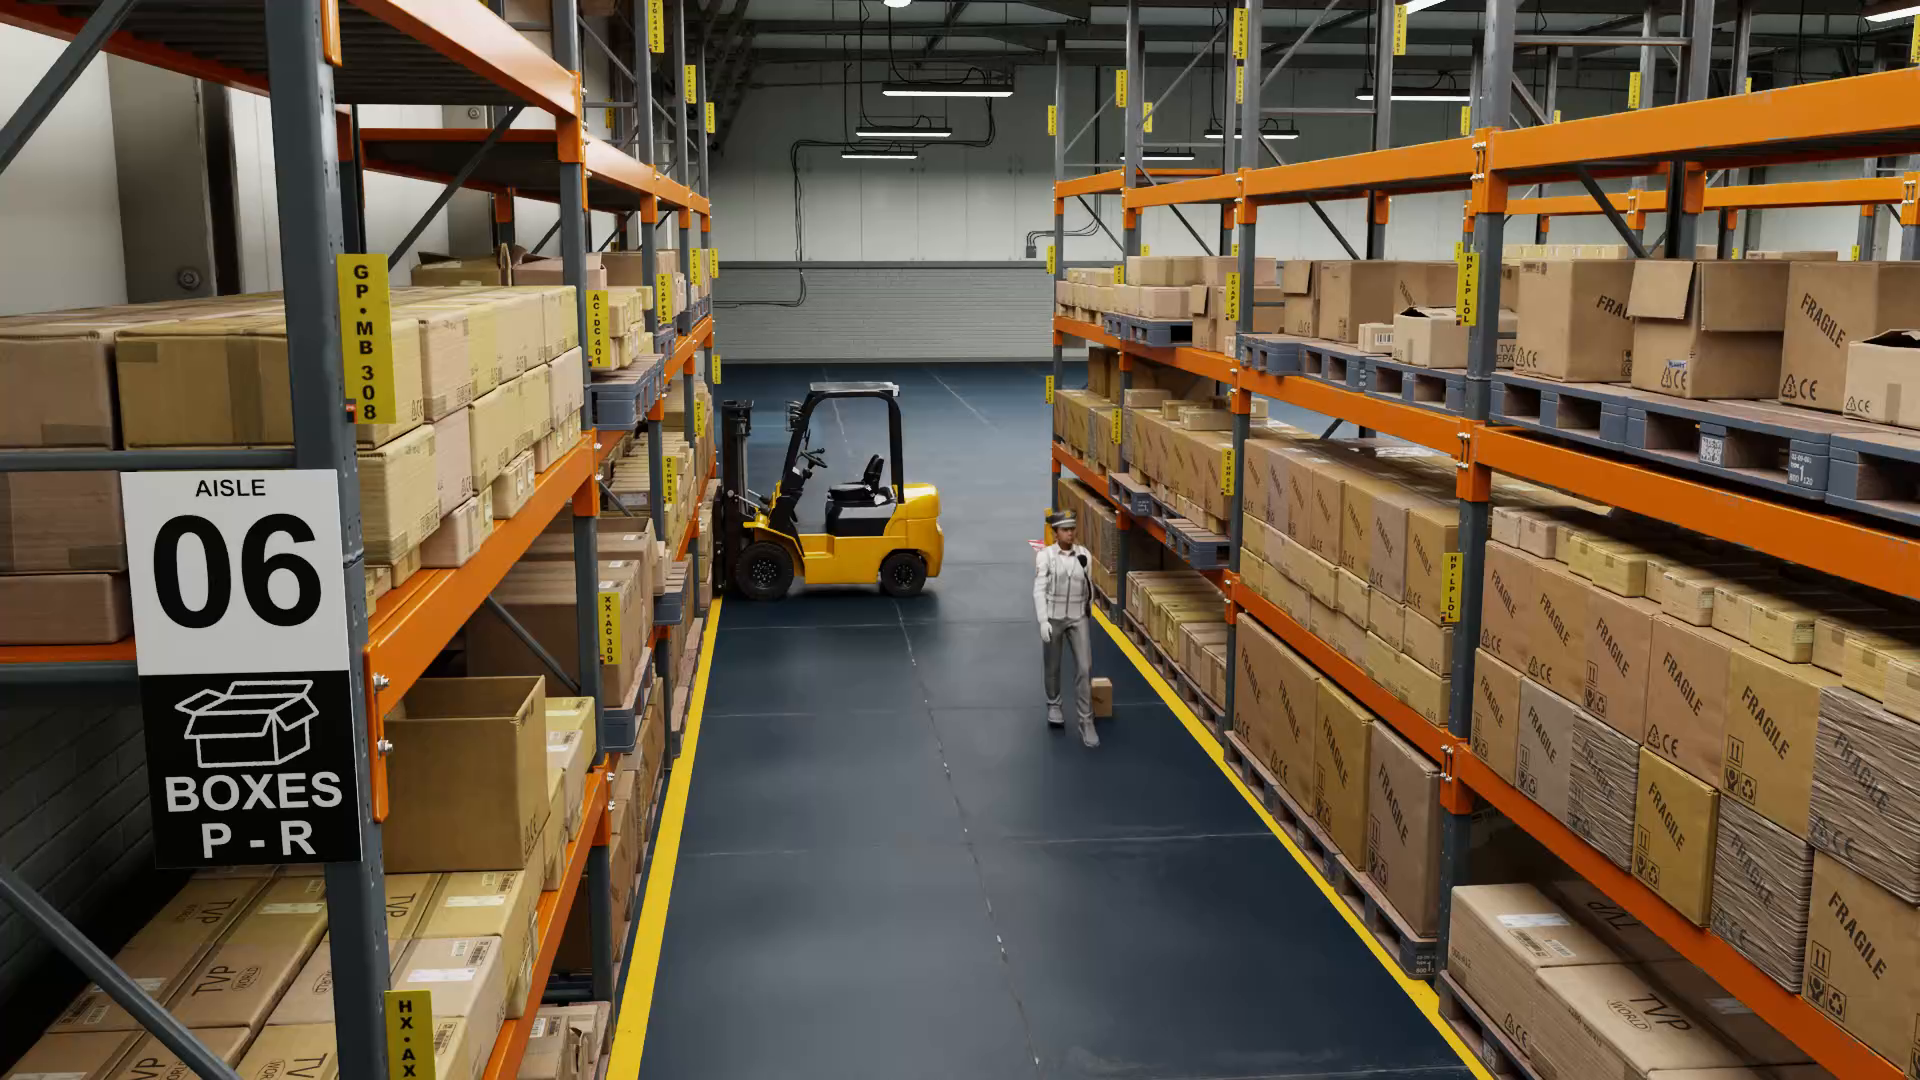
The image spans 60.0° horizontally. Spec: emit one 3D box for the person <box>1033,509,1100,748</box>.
[{"bbox_3d":[0.775,0.620,12.345,0.464,1.701,0.784,-1,10,-6],"label":"person"}]
